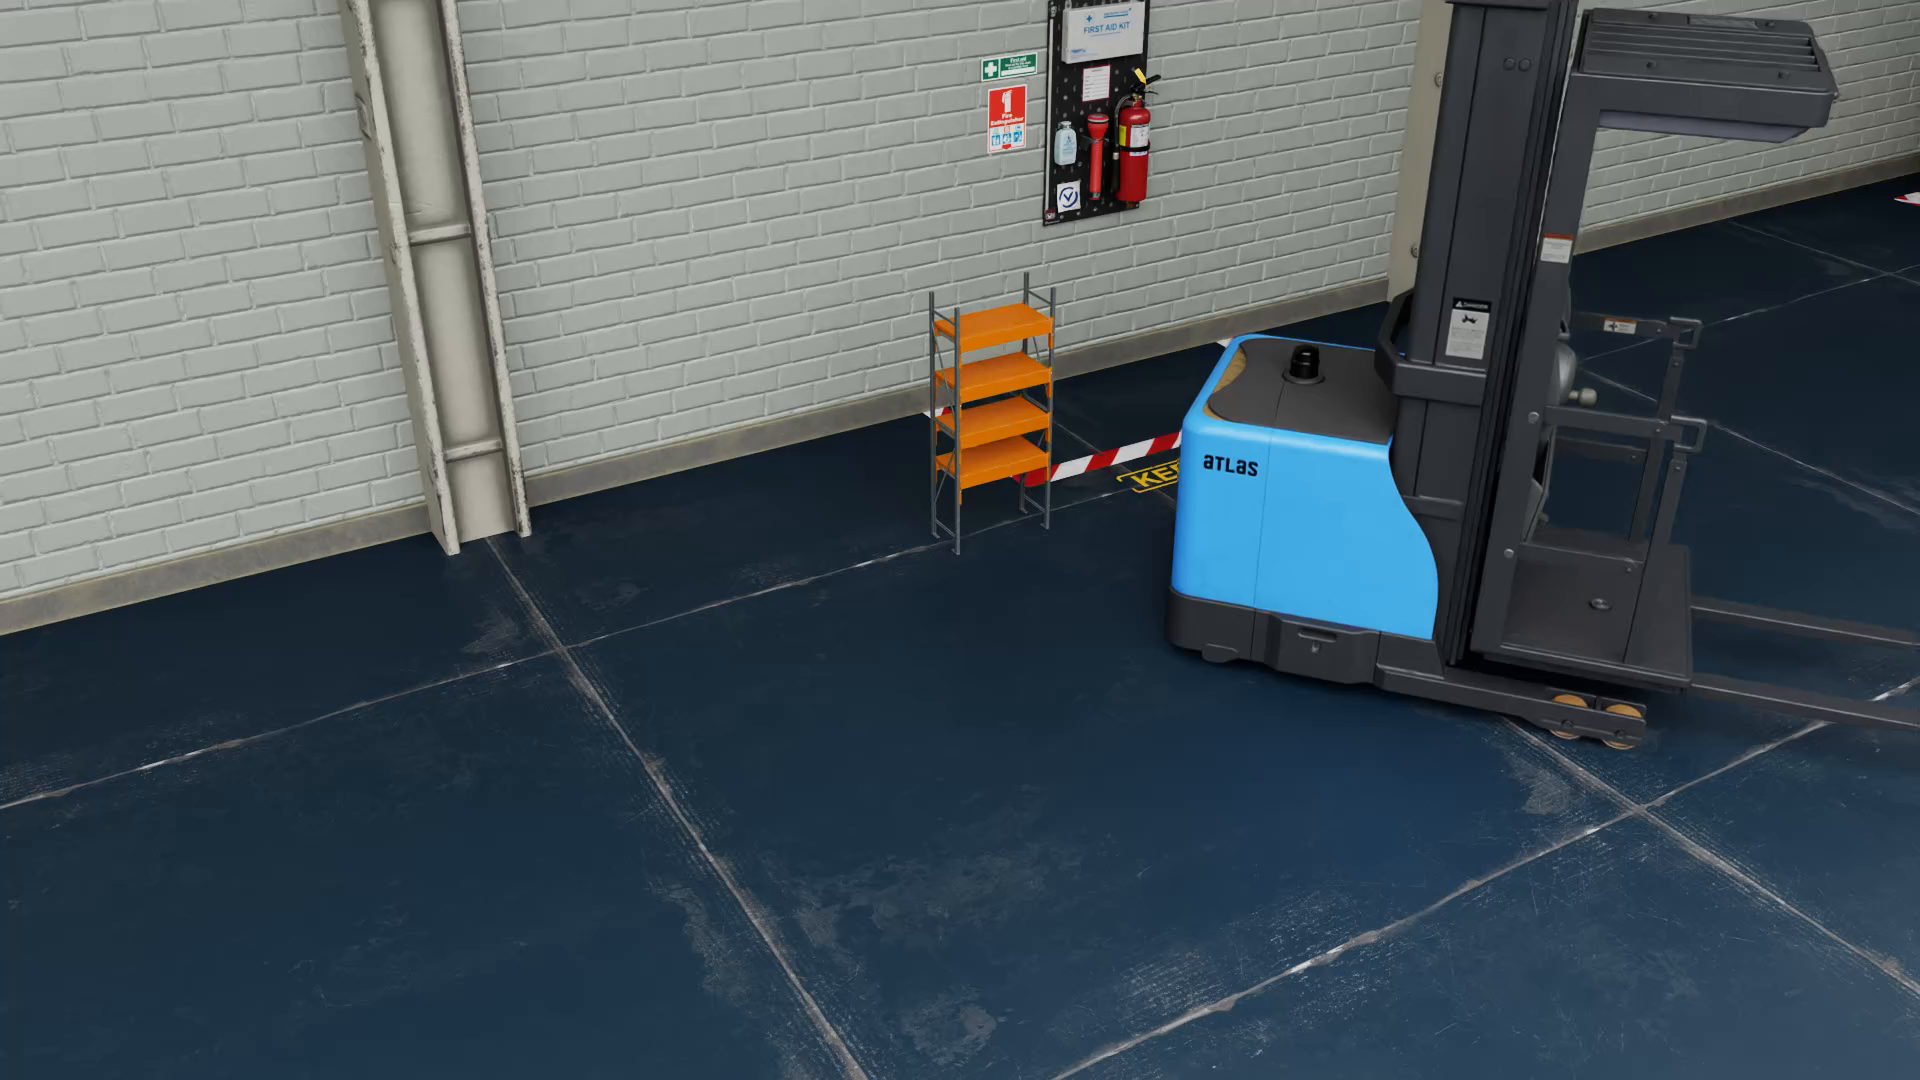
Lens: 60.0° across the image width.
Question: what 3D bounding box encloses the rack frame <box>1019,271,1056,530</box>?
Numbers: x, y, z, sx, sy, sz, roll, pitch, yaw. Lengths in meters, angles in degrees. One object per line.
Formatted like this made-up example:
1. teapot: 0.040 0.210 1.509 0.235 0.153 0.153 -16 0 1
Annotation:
1. rack frame: 0.353 -0.626 7.642 0.015 1.200 0.240 -16 33 -26

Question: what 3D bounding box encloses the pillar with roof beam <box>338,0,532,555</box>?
1. pillar with roof beam: -0.072 -2.188 2.400 0.400 9.000 9.100 -16 33 -26

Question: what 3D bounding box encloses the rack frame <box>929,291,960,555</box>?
1. rack frame: -0.068 -0.506 7.425 0.015 1.200 0.240 -16 33 -26

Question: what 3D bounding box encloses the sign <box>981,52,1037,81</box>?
1. sign: 0.250 -2.387 8.385 0.331 0.109 0.001 -16 33 -26

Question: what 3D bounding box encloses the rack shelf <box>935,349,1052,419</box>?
1. rack shelf: 0.143 -0.703 7.458 0.480 0.148 0.258 -16 33 -26

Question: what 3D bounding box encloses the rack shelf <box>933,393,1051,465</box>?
1. rack shelf: 0.143 -0.507 7.566 0.480 0.148 0.258 -16 33 -26

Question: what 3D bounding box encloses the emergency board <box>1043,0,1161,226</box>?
1. emergency board: 0.770 -2.234 8.694 0.643 1.169 0.194 -16 33 -26

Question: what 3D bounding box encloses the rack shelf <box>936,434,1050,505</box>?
1. rack shelf: 0.143 -0.333 7.662 0.480 0.148 0.258 -16 33 -26

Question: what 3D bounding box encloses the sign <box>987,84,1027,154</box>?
1. sign: 0.241 -2.157 8.518 0.234 0.329 0.001 -16 33 -26

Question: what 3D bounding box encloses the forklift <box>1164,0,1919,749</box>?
1. forklift: 2.418 -0.780 6.130 3.031 2.935 1.130 10 30 18

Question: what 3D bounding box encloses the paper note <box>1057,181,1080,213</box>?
1. paper note: 0.583 -1.834 8.880 0.142 0.148 0.016 -16 33 -26

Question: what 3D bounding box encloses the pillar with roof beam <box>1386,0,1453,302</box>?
1. pillar with roof beam: 5.101 -3.656 5.062 0.400 9.000 9.100 -16 33 -26

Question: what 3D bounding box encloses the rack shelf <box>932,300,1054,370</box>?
1. rack shelf: 0.143 -0.910 7.344 0.480 0.148 0.258 -16 33 -26

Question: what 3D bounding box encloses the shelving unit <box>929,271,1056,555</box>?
1. shelving unit: 0.143 -0.566 7.534 0.503 1.200 0.258 -16 33 -26
